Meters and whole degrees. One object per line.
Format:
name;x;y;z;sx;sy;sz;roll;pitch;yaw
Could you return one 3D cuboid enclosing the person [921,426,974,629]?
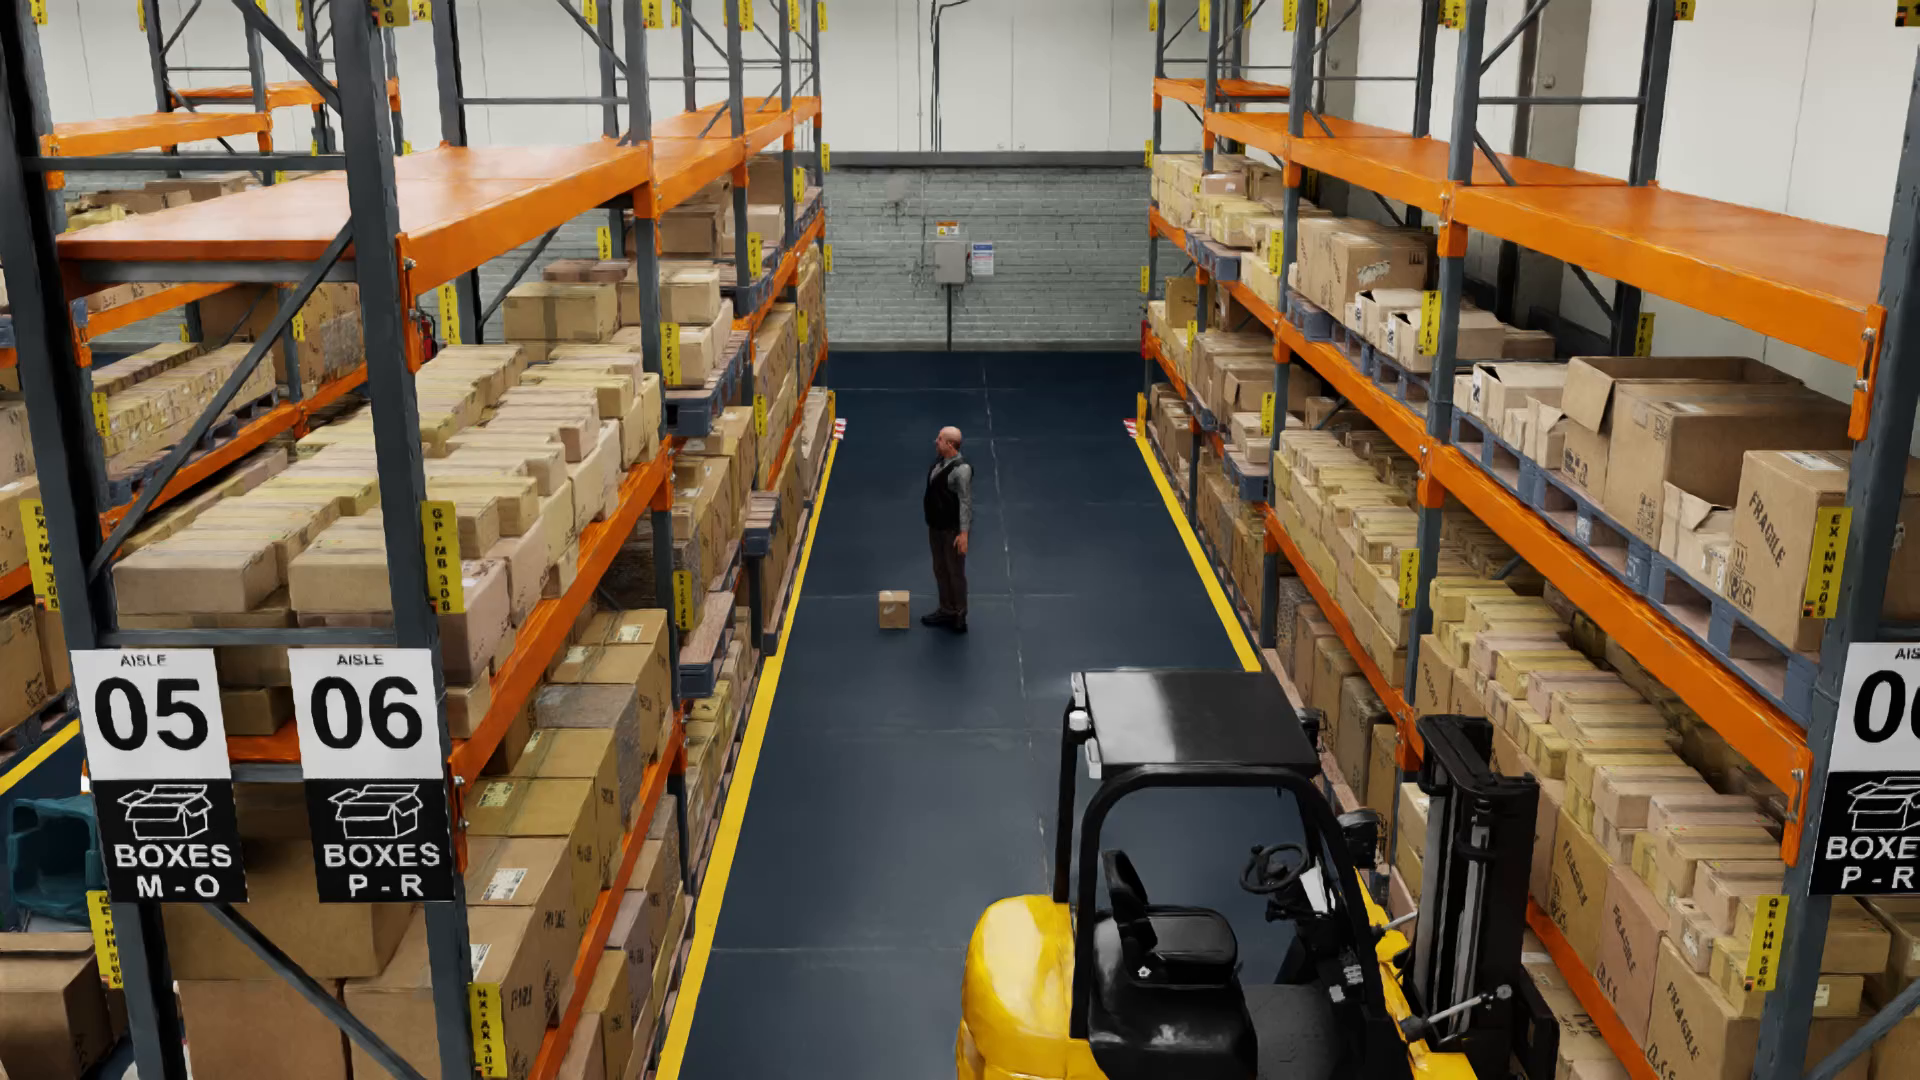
person;-0.088;-0.099;13.860;0.366;1.727;0.634;-9;19;-27
